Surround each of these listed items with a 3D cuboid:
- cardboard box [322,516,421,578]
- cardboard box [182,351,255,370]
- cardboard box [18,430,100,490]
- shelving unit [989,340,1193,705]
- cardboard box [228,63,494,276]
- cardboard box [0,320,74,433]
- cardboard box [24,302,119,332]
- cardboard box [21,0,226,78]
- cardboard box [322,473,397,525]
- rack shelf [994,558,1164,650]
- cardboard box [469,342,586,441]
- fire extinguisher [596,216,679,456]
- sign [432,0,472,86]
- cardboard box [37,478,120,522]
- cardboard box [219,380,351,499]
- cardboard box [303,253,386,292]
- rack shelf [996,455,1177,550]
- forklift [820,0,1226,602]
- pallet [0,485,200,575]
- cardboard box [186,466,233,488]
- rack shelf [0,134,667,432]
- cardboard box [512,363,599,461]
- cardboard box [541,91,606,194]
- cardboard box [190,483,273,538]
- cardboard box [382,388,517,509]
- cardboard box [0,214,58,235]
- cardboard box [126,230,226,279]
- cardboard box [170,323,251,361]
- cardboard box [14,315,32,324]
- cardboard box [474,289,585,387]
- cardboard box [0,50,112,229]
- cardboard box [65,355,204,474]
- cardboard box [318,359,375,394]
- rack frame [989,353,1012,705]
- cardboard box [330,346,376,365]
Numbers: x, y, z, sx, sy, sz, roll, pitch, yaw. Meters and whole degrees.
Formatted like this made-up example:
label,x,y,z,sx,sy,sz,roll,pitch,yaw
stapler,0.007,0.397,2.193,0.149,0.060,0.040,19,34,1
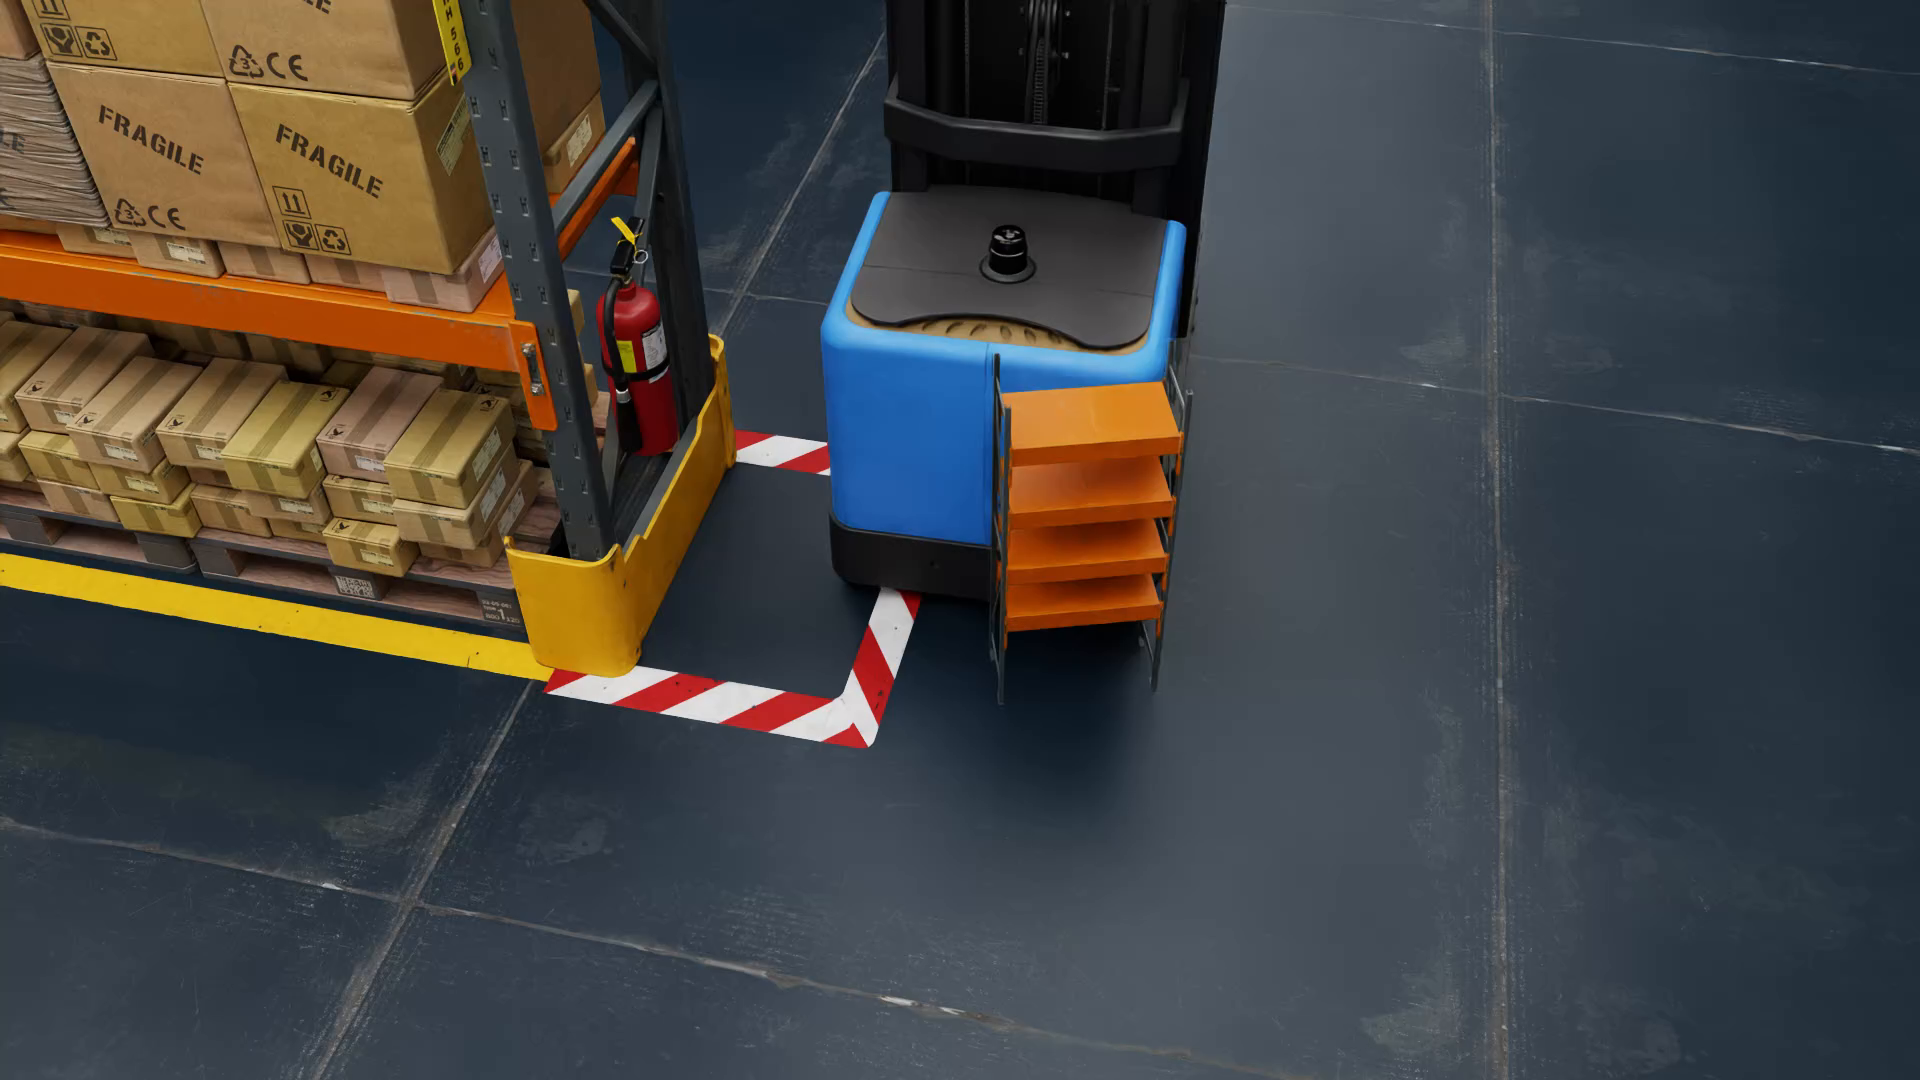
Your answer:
label,x,y,z,sx,sy,sz,roll,pitch,yaw
cardboard box,-1.854,-0.077,5.419,0.250,0.149,0.380,10,45,10
cardboard box,-2.497,-0.673,5.824,0.250,0.149,0.380,7,44,7
cardboard box,-2.861,-0.360,5.500,0.250,0.149,0.380,11,45,11
shelving unit,0.357,-0.017,4.903,0.503,1.200,0.258,-5,44,-5
cardboard box,-1.517,-1.080,4.423,0.500,0.500,0.500,10,45,10
cardboard box,-3.115,-0.541,5.473,0.250,0.149,0.380,9,45,9
cardboard box,-3.014,-0.850,5.794,0.250,0.149,0.380,9,45,9
cardboard box,-2.017,-1.525,4.163,0.500,0.500,0.500,7,44,8
cardboard box,-1.843,-0.238,5.372,0.250,0.149,0.380,8,44,8
rack shelf,0.357,0.174,5.087,0.480,0.148,0.258,-5,44,-5
cardboard box,-1.477,-0.528,5.674,0.250,0.149,0.380,11,45,11
fire extinguisher,-0.877,-0.531,4.463,0.183,0.674,0.296,9,45,9
sign,-1.163,-1.202,3.773,0.005,0.325,0.100,9,45,9
cardboard box,-2.862,-0.255,5.604,0.250,0.149,0.380,10,45,10
cardboard box,-2.107,-0.321,5.244,0.250,0.149,0.380,8,44,8
cardboard box,-1.636,-0.874,4.676,0.250,0.149,0.380,9,45,9
rack shelf,0.357,-0.130,4.794,0.480,0.148,0.258,-5,44,-5
forklift,0.349,-1.840,5.548,1.130,2.935,3.031,7,44,8
pallet,-3.068,-0.383,5.996,1.213,0.211,1.003,9,45,9
cardboard box,-2.347,-0.349,5.488,0.250,0.149,0.380,8,45,9
rack shelf,-2.974,-1.087,5.235,4.000,0.370,1.077,9,45,9
cardboard box,-1.463,-0.464,5.822,0.250,0.149,0.380,10,45,10
cardboard box,-1.267,-1.224,5.040,0.250,0.149,0.380,8,45,9
cardboard box,-2.337,-0.203,5.551,0.250,0.149,0.380,9,45,9
cardboard box,-1.594,-0.291,5.213,0.250,0.149,0.380,9,45,10
cardboard box,-2.640,-1.066,4.875,0.250,0.149,0.380,7,44,7
cardboard box,-2.139,-0.925,4.729,0.250,0.149,0.380,10,45,10
cardboard box,-2.501,-0.806,5.749,0.250,0.149,0.380,10,45,11
cardboard box,-3.283,-0.803,5.959,0.250,0.149,0.380,7,44,7
cardboard box,-1.459,-0.691,5.629,0.250,0.149,0.380,7,44,7
cardboard box,-2.515,-1.232,4.581,0.500,0.500,0.500,9,45,9
cardboard box,-2.620,-0.406,5.333,0.250,0.149,0.380,10,45,11
cardboard box,-1.990,-0.585,5.733,0.250,0.149,0.380,9,45,10
rack frame,0.115,0.003,4.882,0.015,1.200,0.240,-5,44,-5
cardboard box,-1.972,-0.776,5.718,0.250,0.149,0.380,9,45,9
